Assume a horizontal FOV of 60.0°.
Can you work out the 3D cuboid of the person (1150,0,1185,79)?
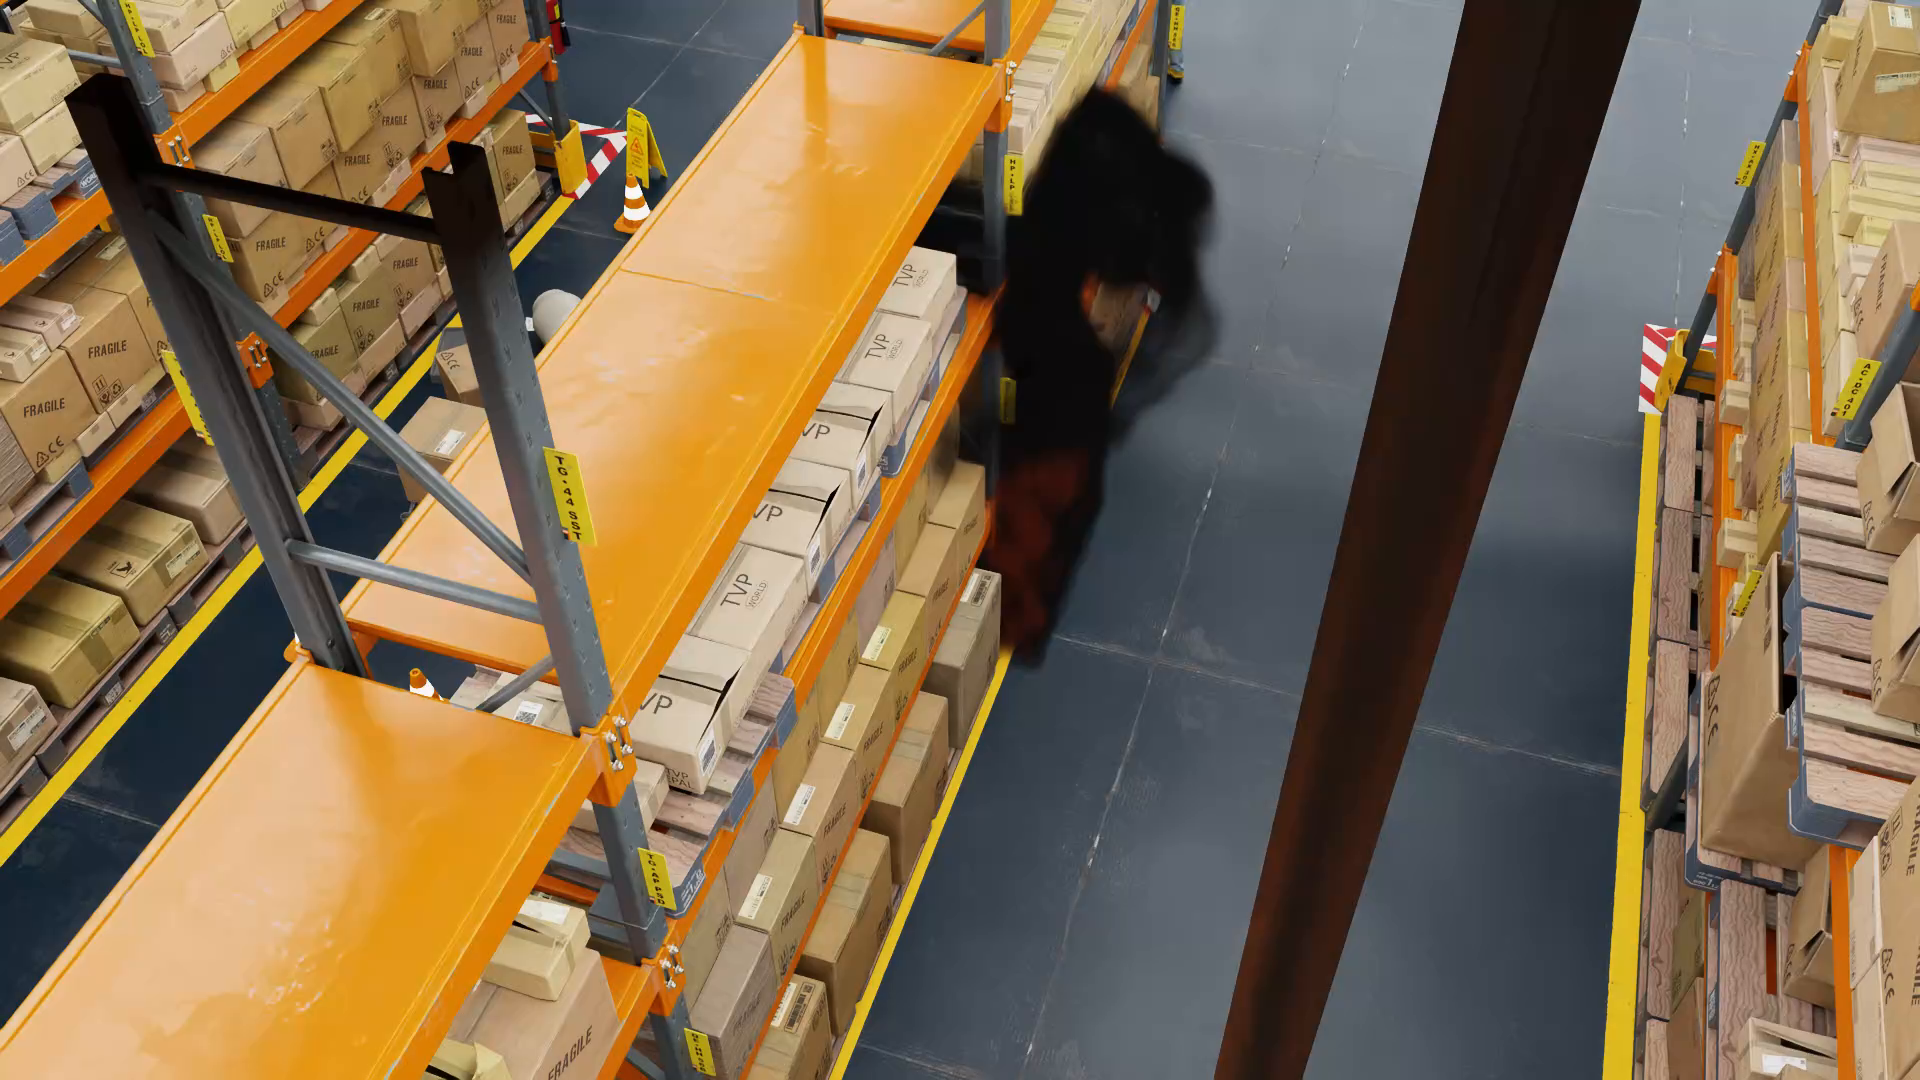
[{"bbox_3d":[1.780,-5.013,14.818,0.722,1.716,0.751,-20,49,-19],"label":"person"}]
